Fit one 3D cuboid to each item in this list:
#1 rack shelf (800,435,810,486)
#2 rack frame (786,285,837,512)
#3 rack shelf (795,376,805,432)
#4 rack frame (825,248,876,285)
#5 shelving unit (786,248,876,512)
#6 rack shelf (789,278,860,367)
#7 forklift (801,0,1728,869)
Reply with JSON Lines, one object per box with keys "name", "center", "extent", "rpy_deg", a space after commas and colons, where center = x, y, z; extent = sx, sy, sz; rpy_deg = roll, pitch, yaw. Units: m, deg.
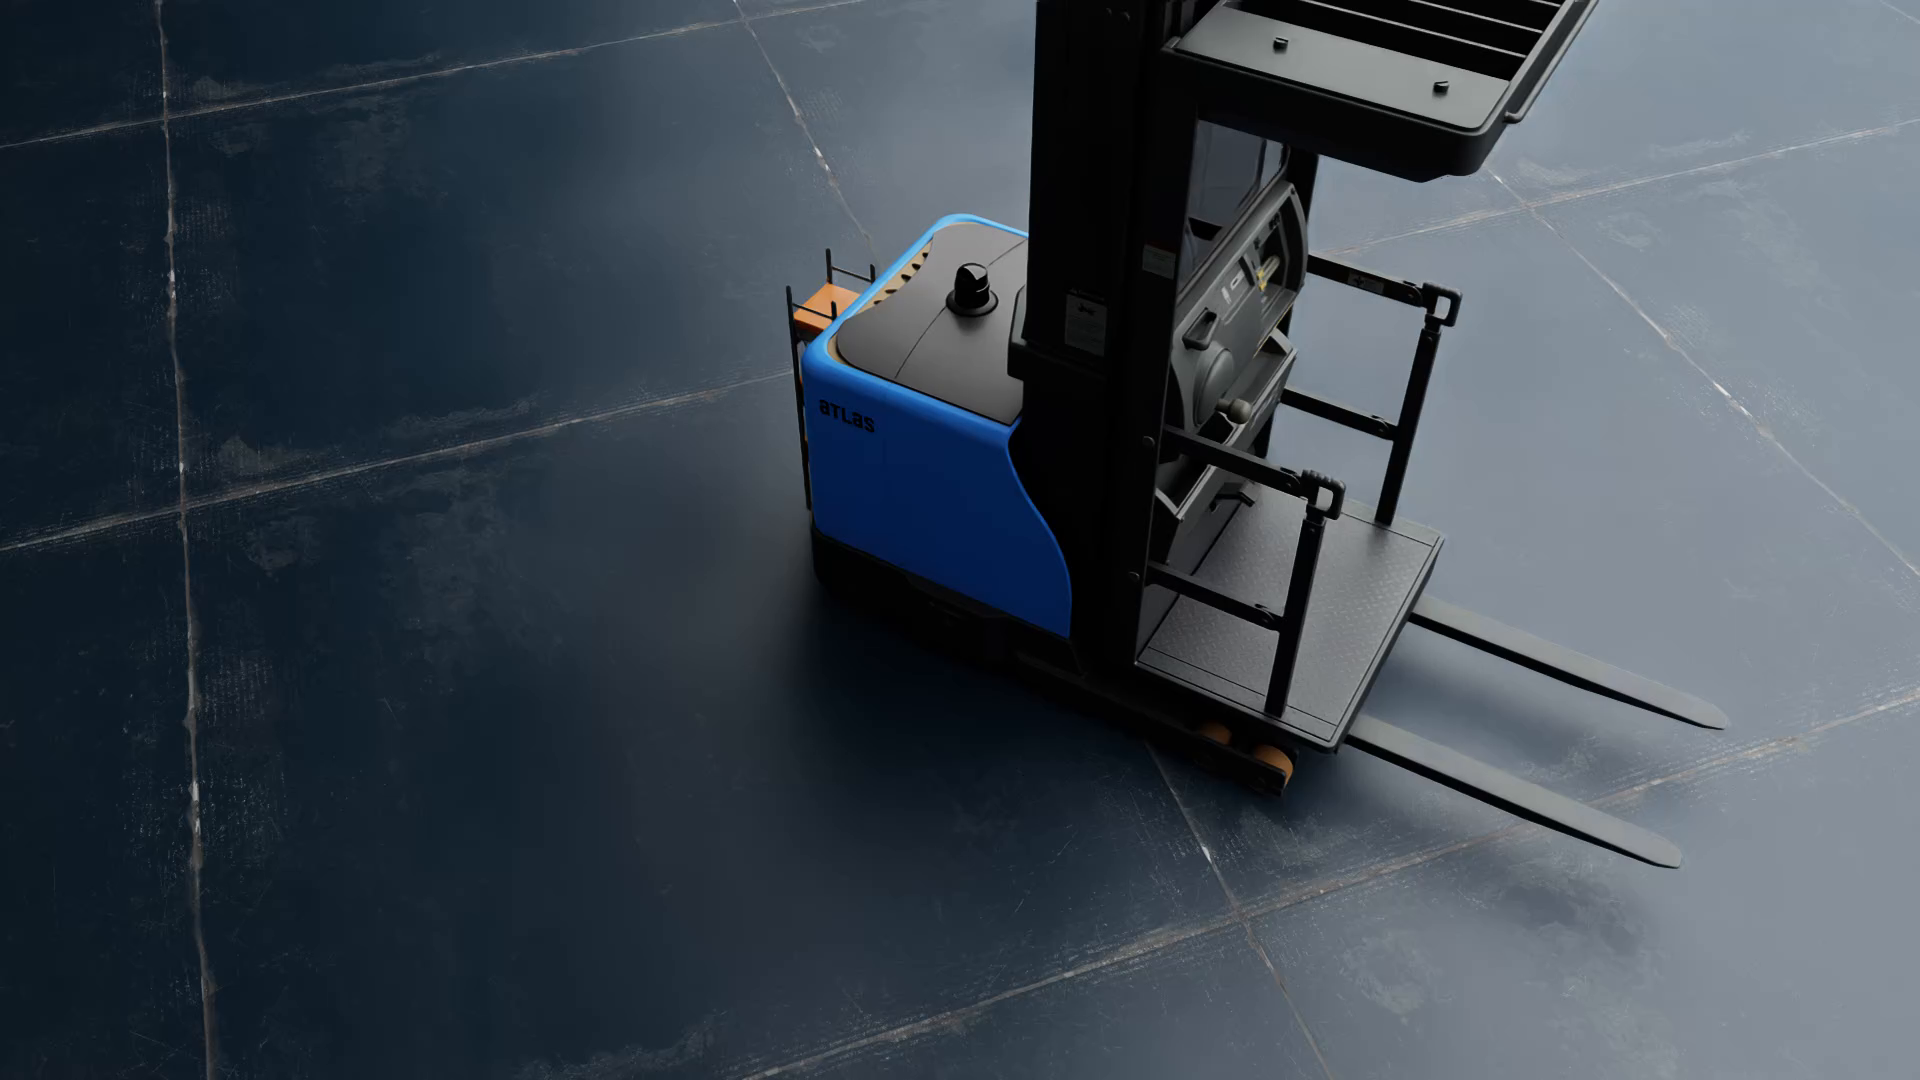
{"name": "rack shelf", "center": [-0.437, -0.327, 6.241], "extent": [0.215, 0.259, 0.240], "rpy_deg": [22, 49, 21]}
{"name": "rack frame", "center": [-0.500, -0.456, 5.963], "extent": [0.200, 1.050, 0.008], "rpy_deg": [22, 49, 21]}
{"name": "rack shelf", "center": [-0.439, -0.523, 6.045], "extent": [0.215, 0.259, 0.240], "rpy_deg": [22, 49, 21]}
{"name": "rack frame", "center": [-0.377, -0.606, 6.112], "extent": [0.200, 1.050, 0.008], "rpy_deg": [22, 49, 21]}
{"name": "shelving unit", "center": [-0.439, -0.531, 6.037], "extent": [0.215, 1.050, 0.252], "rpy_deg": [22, 49, 21]}
{"name": "rack shelf", "center": [-0.440, -0.724, 5.844], "extent": [0.215, 0.259, 0.240], "rpy_deg": [22, 49, 21]}
{"name": "forklift", "center": [1.004, -0.641, 4.819], "extent": [3.031, 2.935, 1.130], "rpy_deg": [22, 49, 21]}
